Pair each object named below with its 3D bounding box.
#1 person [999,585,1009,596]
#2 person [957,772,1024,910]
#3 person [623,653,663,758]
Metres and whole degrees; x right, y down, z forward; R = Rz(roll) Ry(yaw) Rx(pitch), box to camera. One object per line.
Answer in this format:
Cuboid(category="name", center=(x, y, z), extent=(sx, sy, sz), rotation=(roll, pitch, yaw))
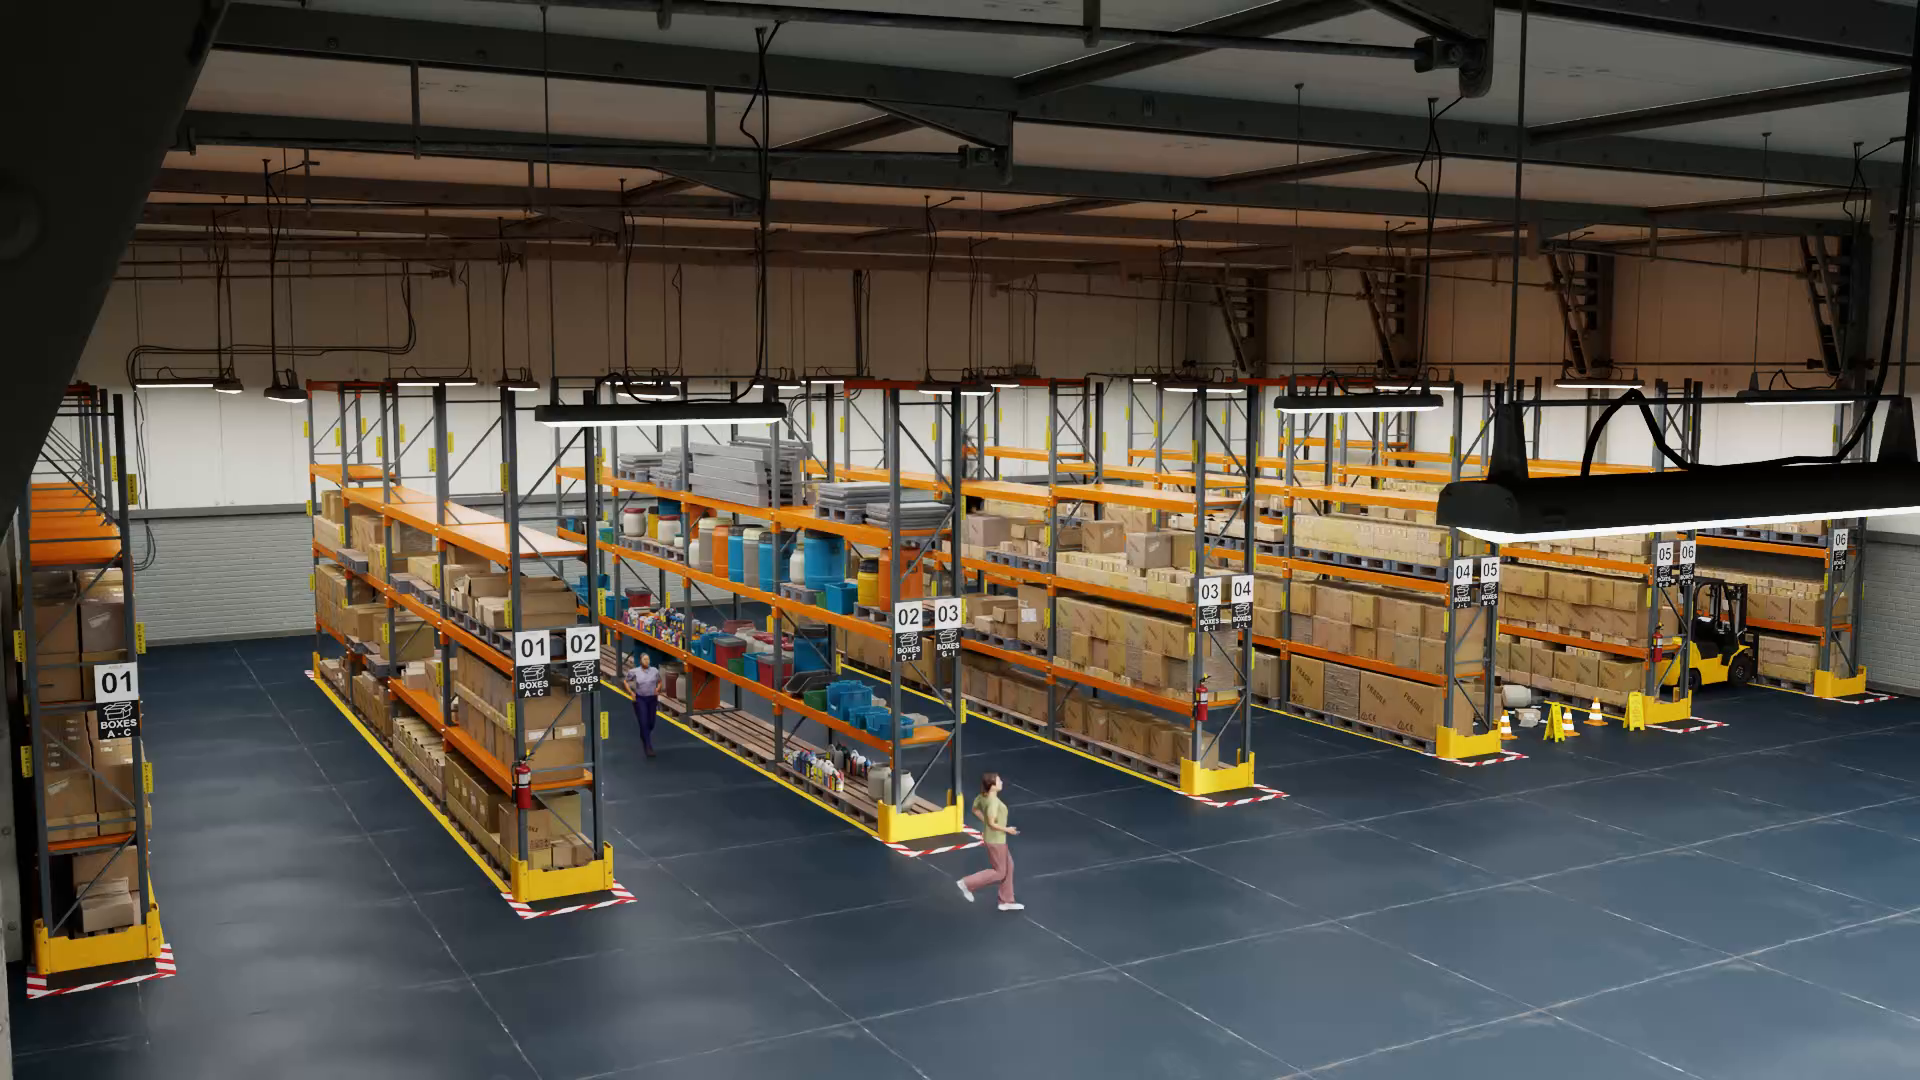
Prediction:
Cuboid(category="person", center=(1.084, 1.014, 42.474), extent=(0.572, 1.608, 0.571), rotation=(-4, 7, -35))
Cuboid(category="person", center=(0.347, 3.483, 19.187), extent=(0.805, 1.650, 0.580), rotation=(-1, 6, -12))
Cuboid(category="person", center=(-5.111, 2.641, 27.000), extent=(0.617, 1.649, 0.837), rotation=(-4, 7, -32))
